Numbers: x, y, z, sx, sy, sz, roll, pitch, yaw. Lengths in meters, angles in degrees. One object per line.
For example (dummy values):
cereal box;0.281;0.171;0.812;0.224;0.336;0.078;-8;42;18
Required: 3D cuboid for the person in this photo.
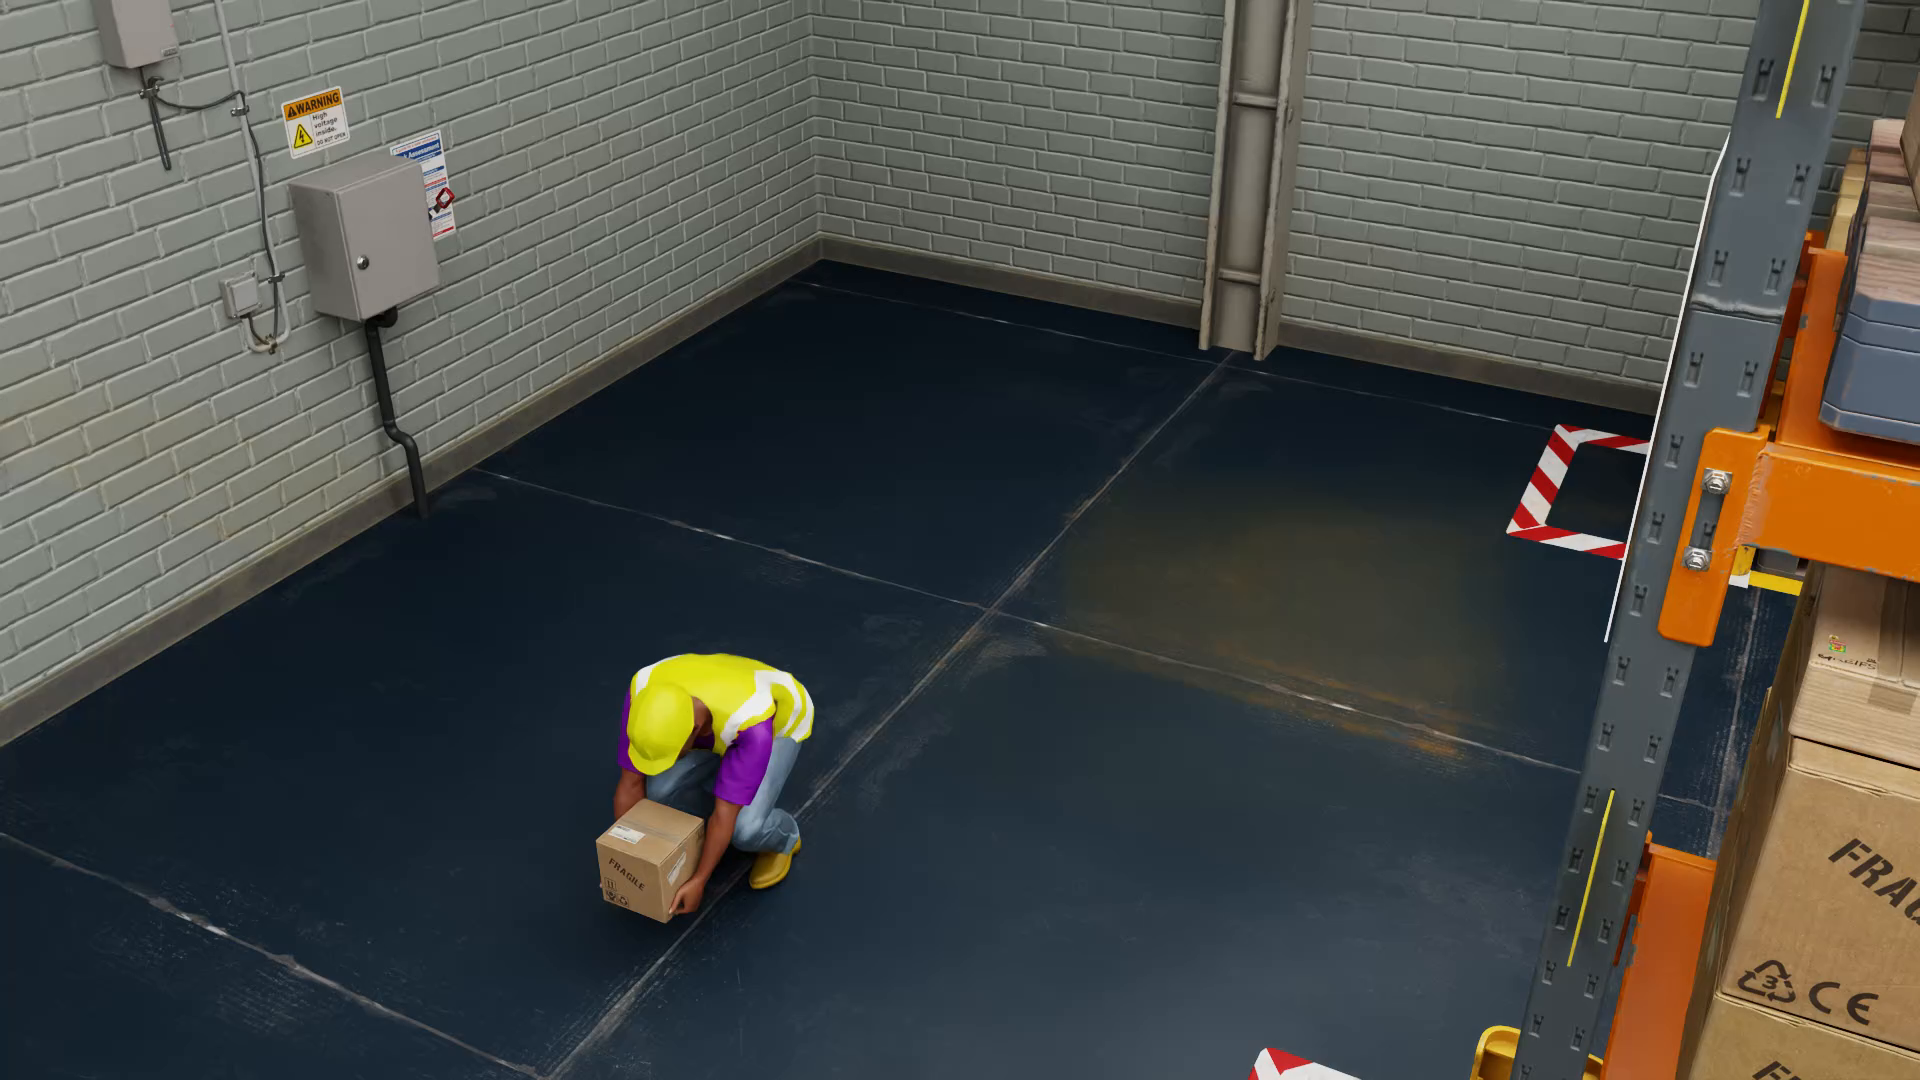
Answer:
person;-0.812;0.749;5.568;0.541;1.012;0.899;14;33;22
